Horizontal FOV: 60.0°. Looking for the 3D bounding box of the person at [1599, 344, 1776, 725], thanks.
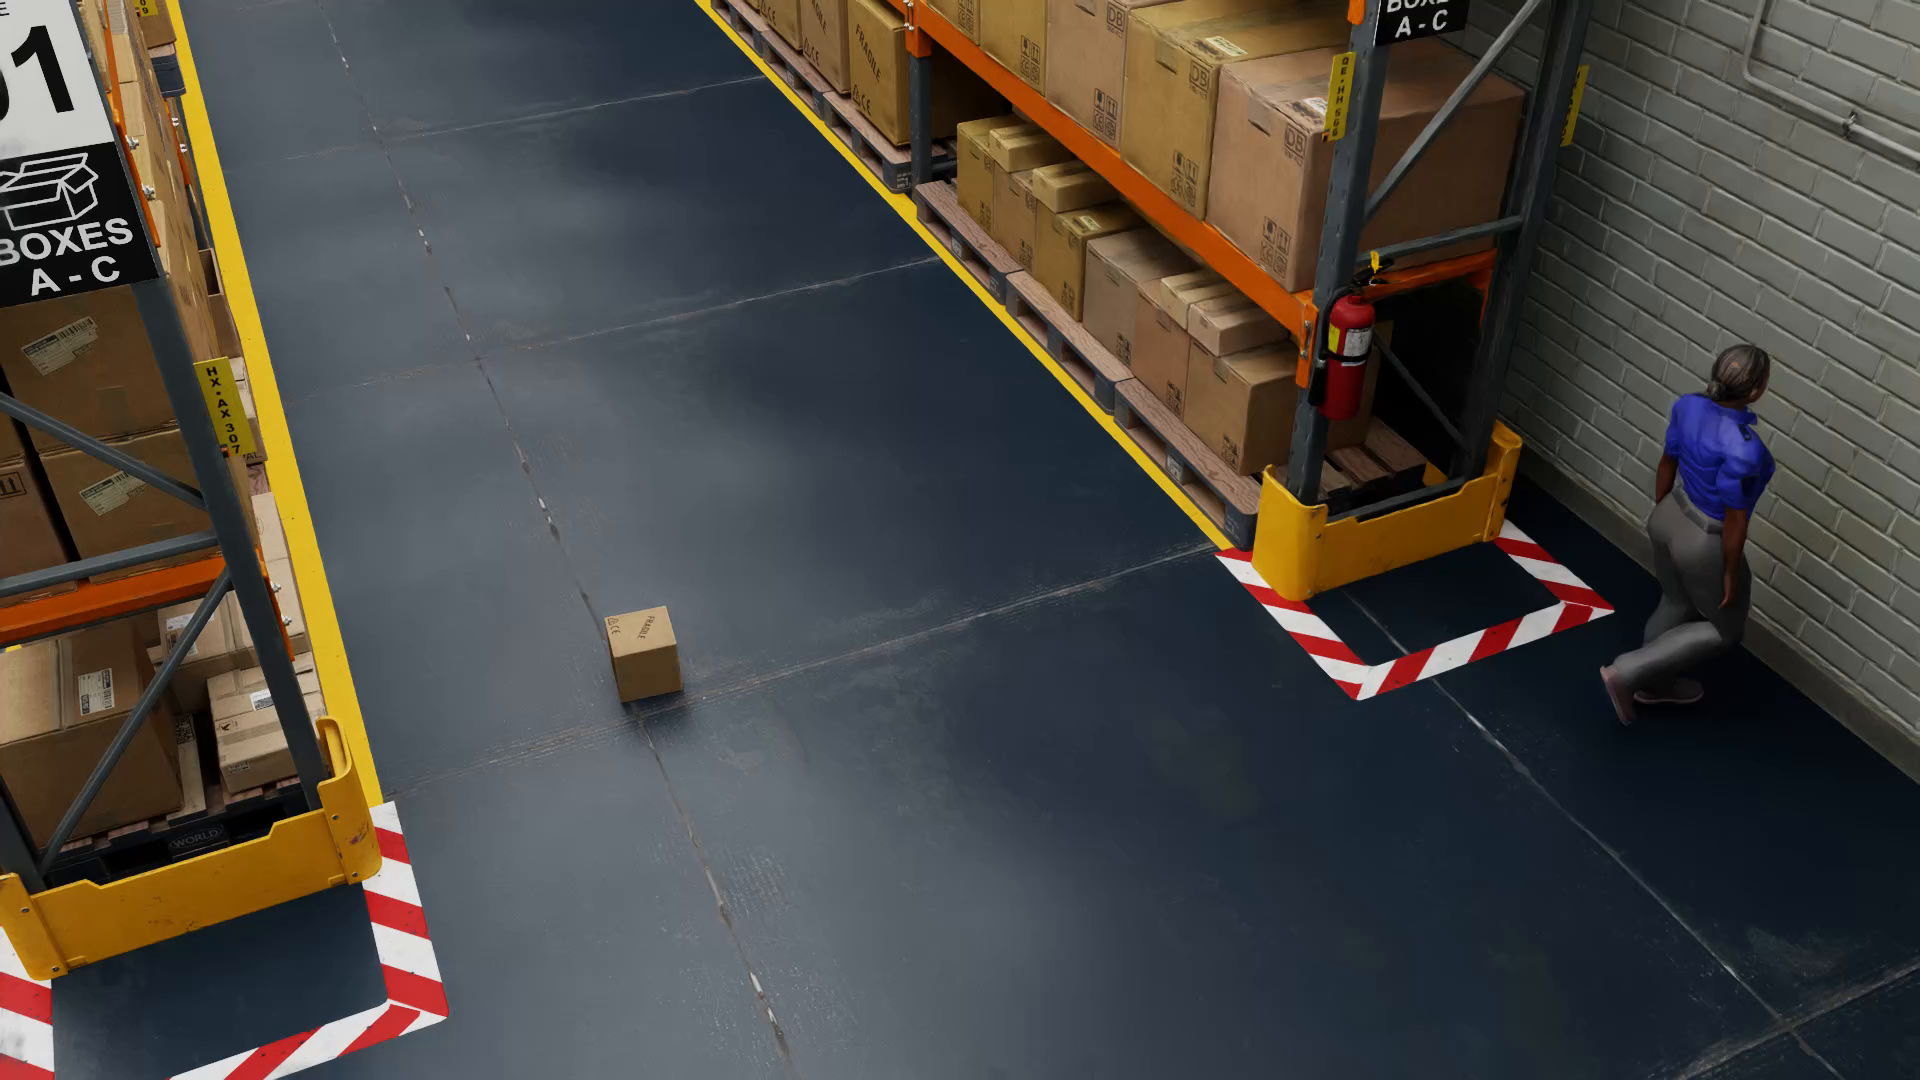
[{"bbox_3d":[2.701,0.002,6.126,0.561,1.644,0.480,-7,38,-10],"label":"person"}]
